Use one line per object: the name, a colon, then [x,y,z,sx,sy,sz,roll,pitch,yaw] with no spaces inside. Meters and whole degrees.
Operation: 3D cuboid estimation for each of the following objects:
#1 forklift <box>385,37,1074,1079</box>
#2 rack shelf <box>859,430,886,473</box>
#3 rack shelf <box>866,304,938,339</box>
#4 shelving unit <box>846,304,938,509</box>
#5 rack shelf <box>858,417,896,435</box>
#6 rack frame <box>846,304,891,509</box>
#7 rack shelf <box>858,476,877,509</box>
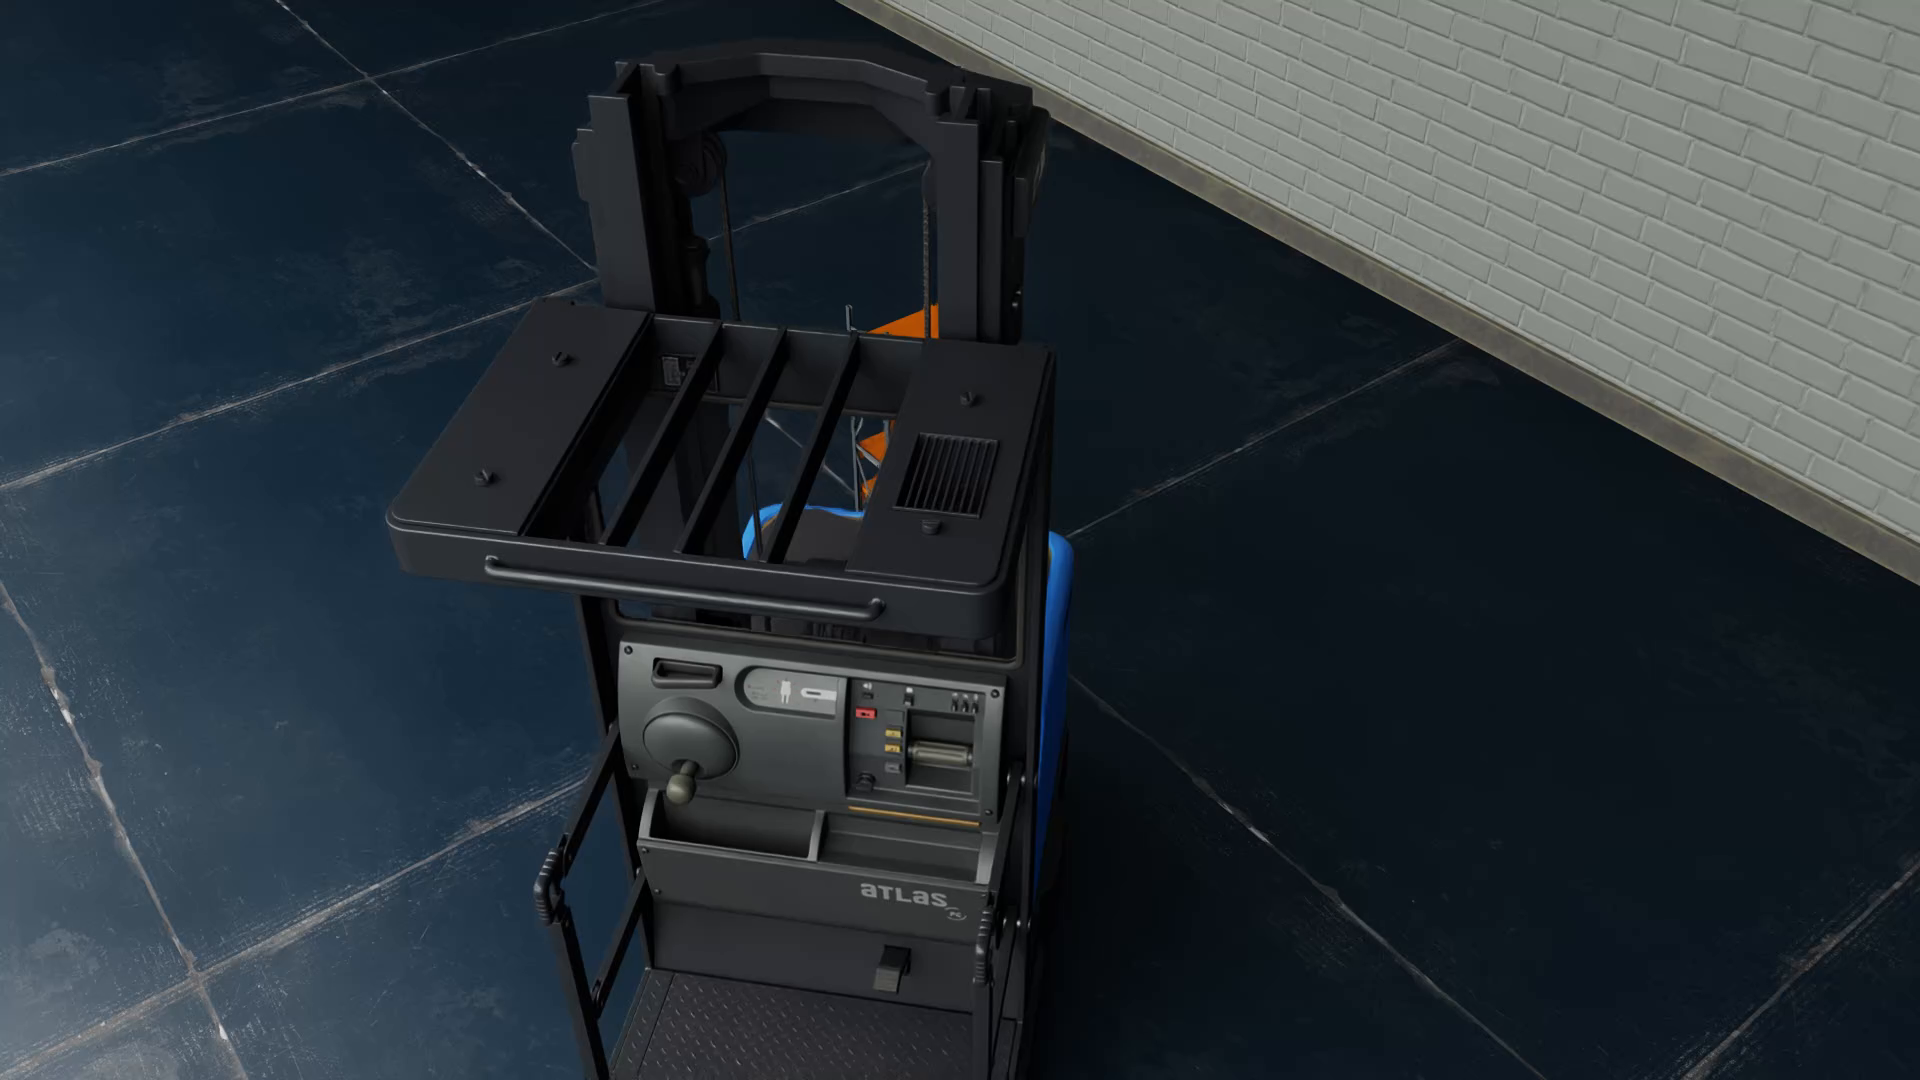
forklift: [-0.391,0.538,3.783,1.130,2.935,3.031,6,40,7]
rack shelf: [-0.131,-0.348,6.334,0.480,0.148,0.258,-26,46,-28]
rack shelf: [-0.131,-0.704,6.042,0.480,0.148,0.258,-26,46,-28]
shelving unit: [-0.131,-0.400,6.291,0.503,1.200,0.258,-26,46,-28]
rack shelf: [-0.131,-0.521,6.192,0.480,0.148,0.258,-26,46,-28]
rack frame: [-0.325,-0.306,6.177,0.015,1.200,0.240,-26,46,-28]
rack shelf: [-0.131,-0.194,6.460,0.480,0.148,0.258,-26,46,-28]
